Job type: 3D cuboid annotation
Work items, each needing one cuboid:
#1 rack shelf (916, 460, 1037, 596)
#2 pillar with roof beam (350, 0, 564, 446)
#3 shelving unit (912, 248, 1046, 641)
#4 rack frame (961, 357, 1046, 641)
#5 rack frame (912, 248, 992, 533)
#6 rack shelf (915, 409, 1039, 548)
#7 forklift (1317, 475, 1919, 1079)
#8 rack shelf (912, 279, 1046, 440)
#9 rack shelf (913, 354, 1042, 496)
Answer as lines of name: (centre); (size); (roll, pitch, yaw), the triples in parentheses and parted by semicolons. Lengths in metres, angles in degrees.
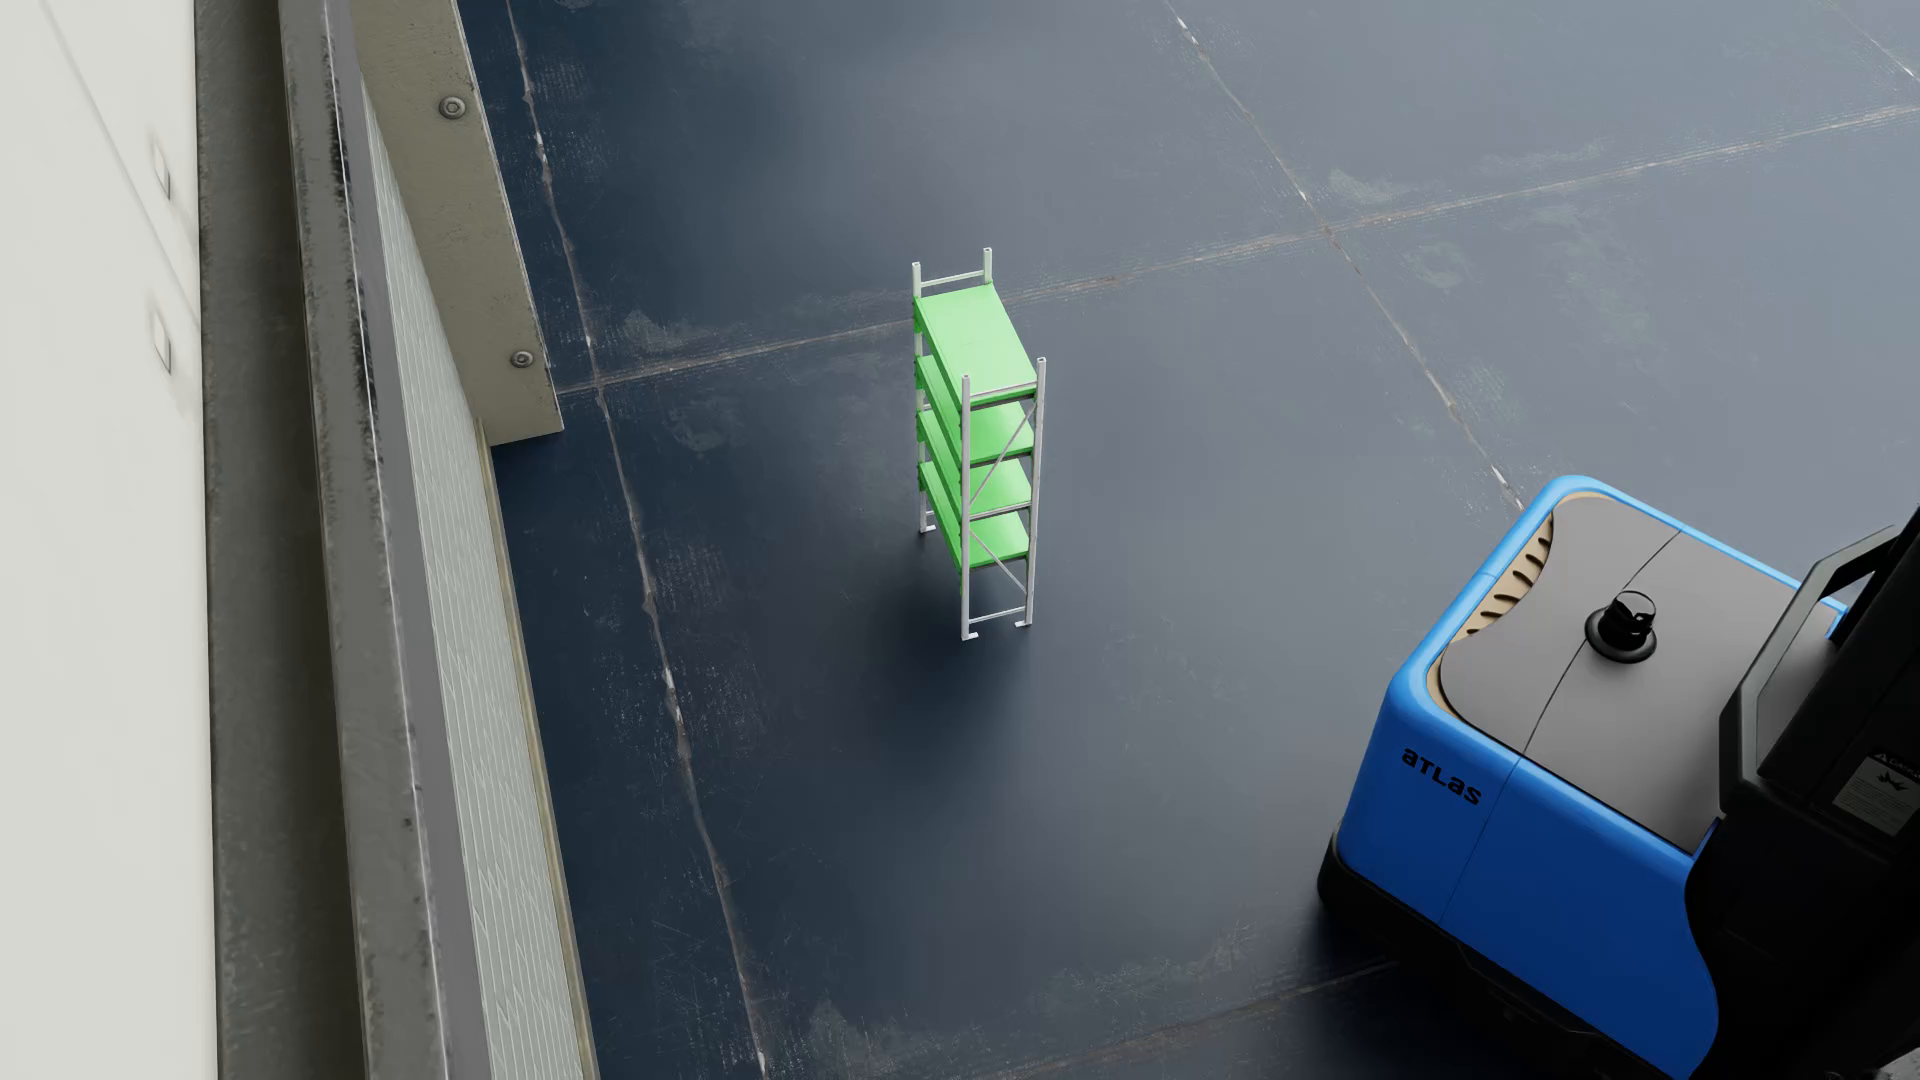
rack shelf: (0.049, -0.070, 5.422); (0.258, 0.148, 0.480); (-13, 51, -11)
pillar with roof beam: (2.458, -4.386, 3.562); (9.100, 9.000, 0.400); (-13, 51, -11)
shelving unit: (0.049, -0.266, 5.189); (0.258, 1.200, 0.503); (-13, 51, -11)
rack frame: (0.121, -0.088, 5.039); (0.240, 1.200, 0.015); (-13, 51, -11)
rack frame: (-0.023, -0.444, 5.340); (0.240, 1.200, 0.015); (-13, 51, -11)
rack shelf: (0.049, -0.225, 5.238); (0.258, 0.148, 0.480); (-13, 51, -11)
forklift: (2.494, 0.544, 3.375); (3.031, 2.935, 1.130); (32, 57, 24)
rack shelf: (0.049, -0.534, 4.871); (0.258, 0.148, 0.480); (-13, 51, -11)
rack shelf: (0.049, -0.379, 5.055); (0.258, 0.148, 0.480); (-13, 51, -11)
